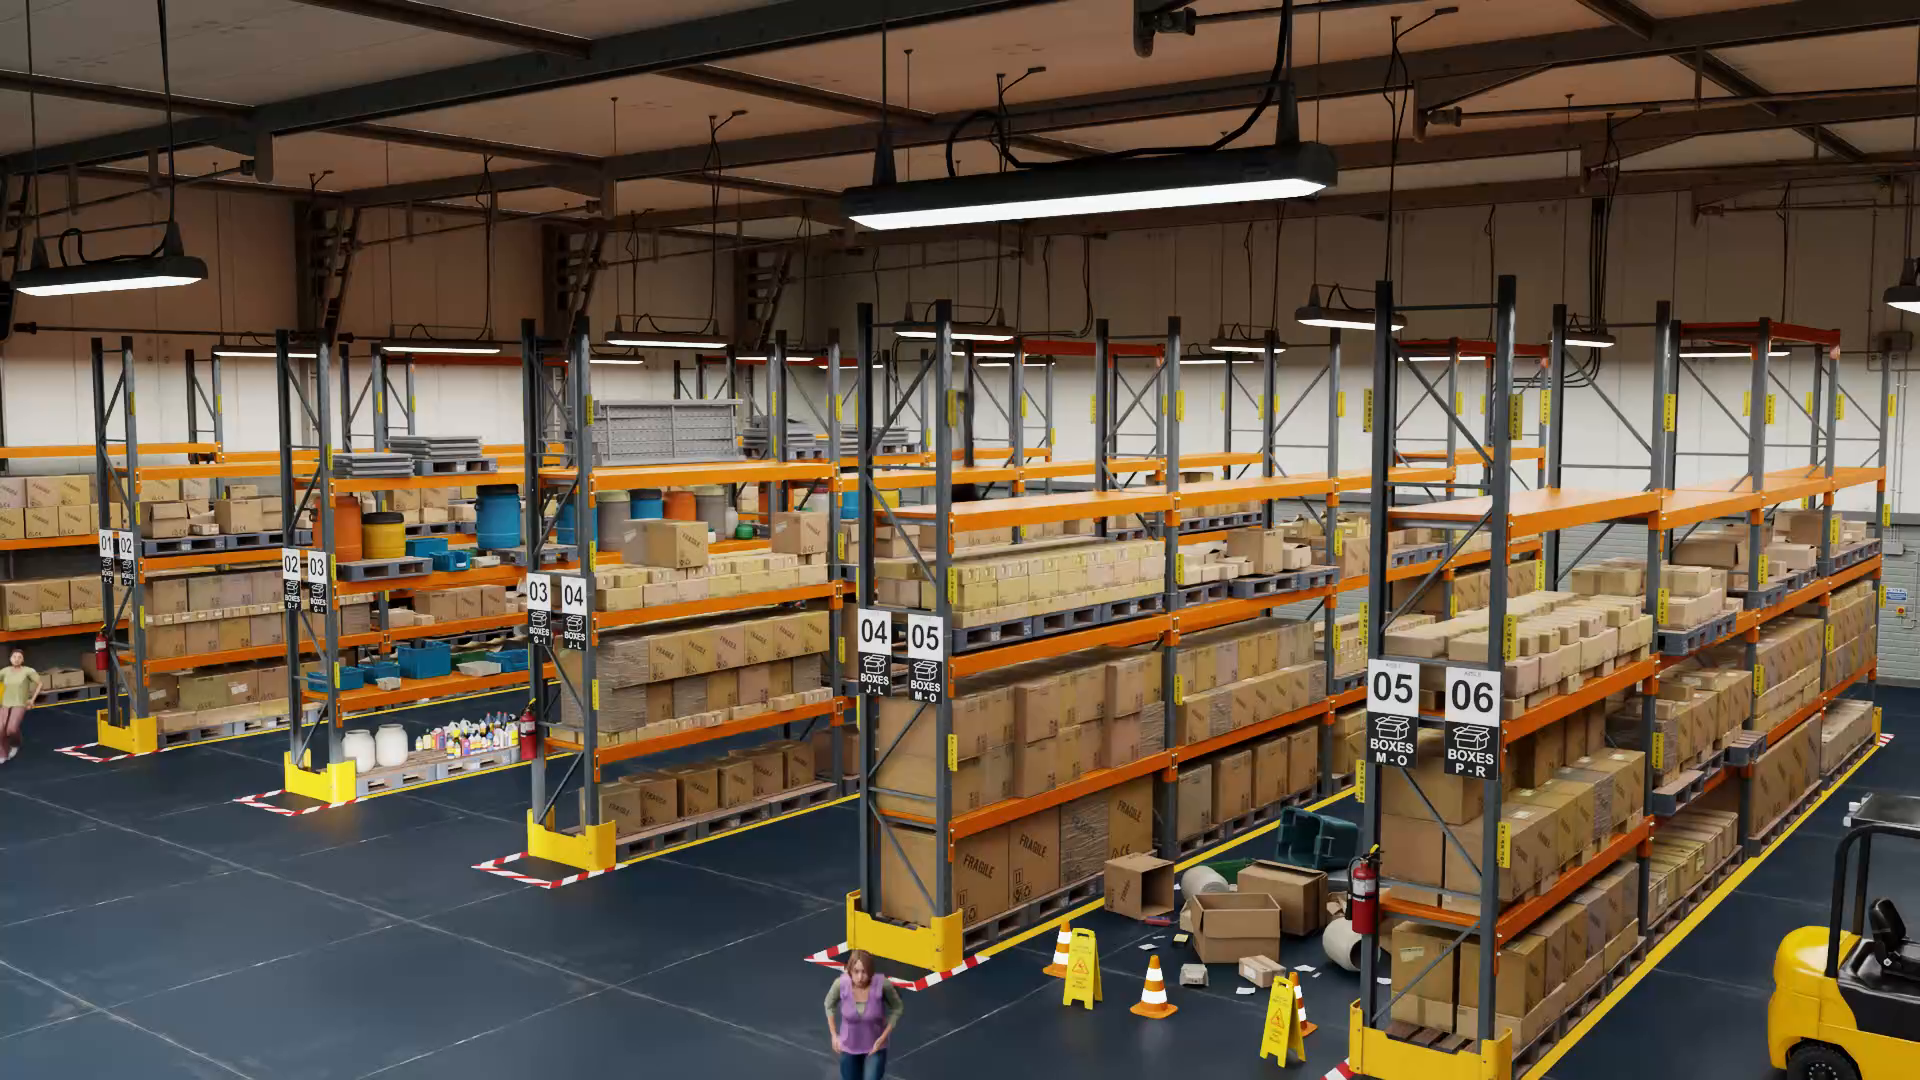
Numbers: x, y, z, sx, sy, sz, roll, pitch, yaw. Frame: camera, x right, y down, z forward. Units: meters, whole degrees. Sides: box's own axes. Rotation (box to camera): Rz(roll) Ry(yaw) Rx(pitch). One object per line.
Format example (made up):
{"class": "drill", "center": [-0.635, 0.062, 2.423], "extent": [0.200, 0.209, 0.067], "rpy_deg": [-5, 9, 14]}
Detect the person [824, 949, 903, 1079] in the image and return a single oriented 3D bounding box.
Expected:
{"class": "person", "center": [-0.652, 3.447, 11.268], "extent": [0.536, 1.542, 0.719], "rpy_deg": [0, 5, -3]}

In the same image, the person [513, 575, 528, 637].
{"class": "person", "center": [-8.620, 1.376, 33.083], "extent": [0.652, 1.805, 0.983], "rpy_deg": [3, 6, 35]}

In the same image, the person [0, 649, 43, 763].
{"class": "person", "center": [-13.278, 2.354, 23.356], "extent": [0.634, 1.571, 0.514], "rpy_deg": [-1, 5, -10]}
